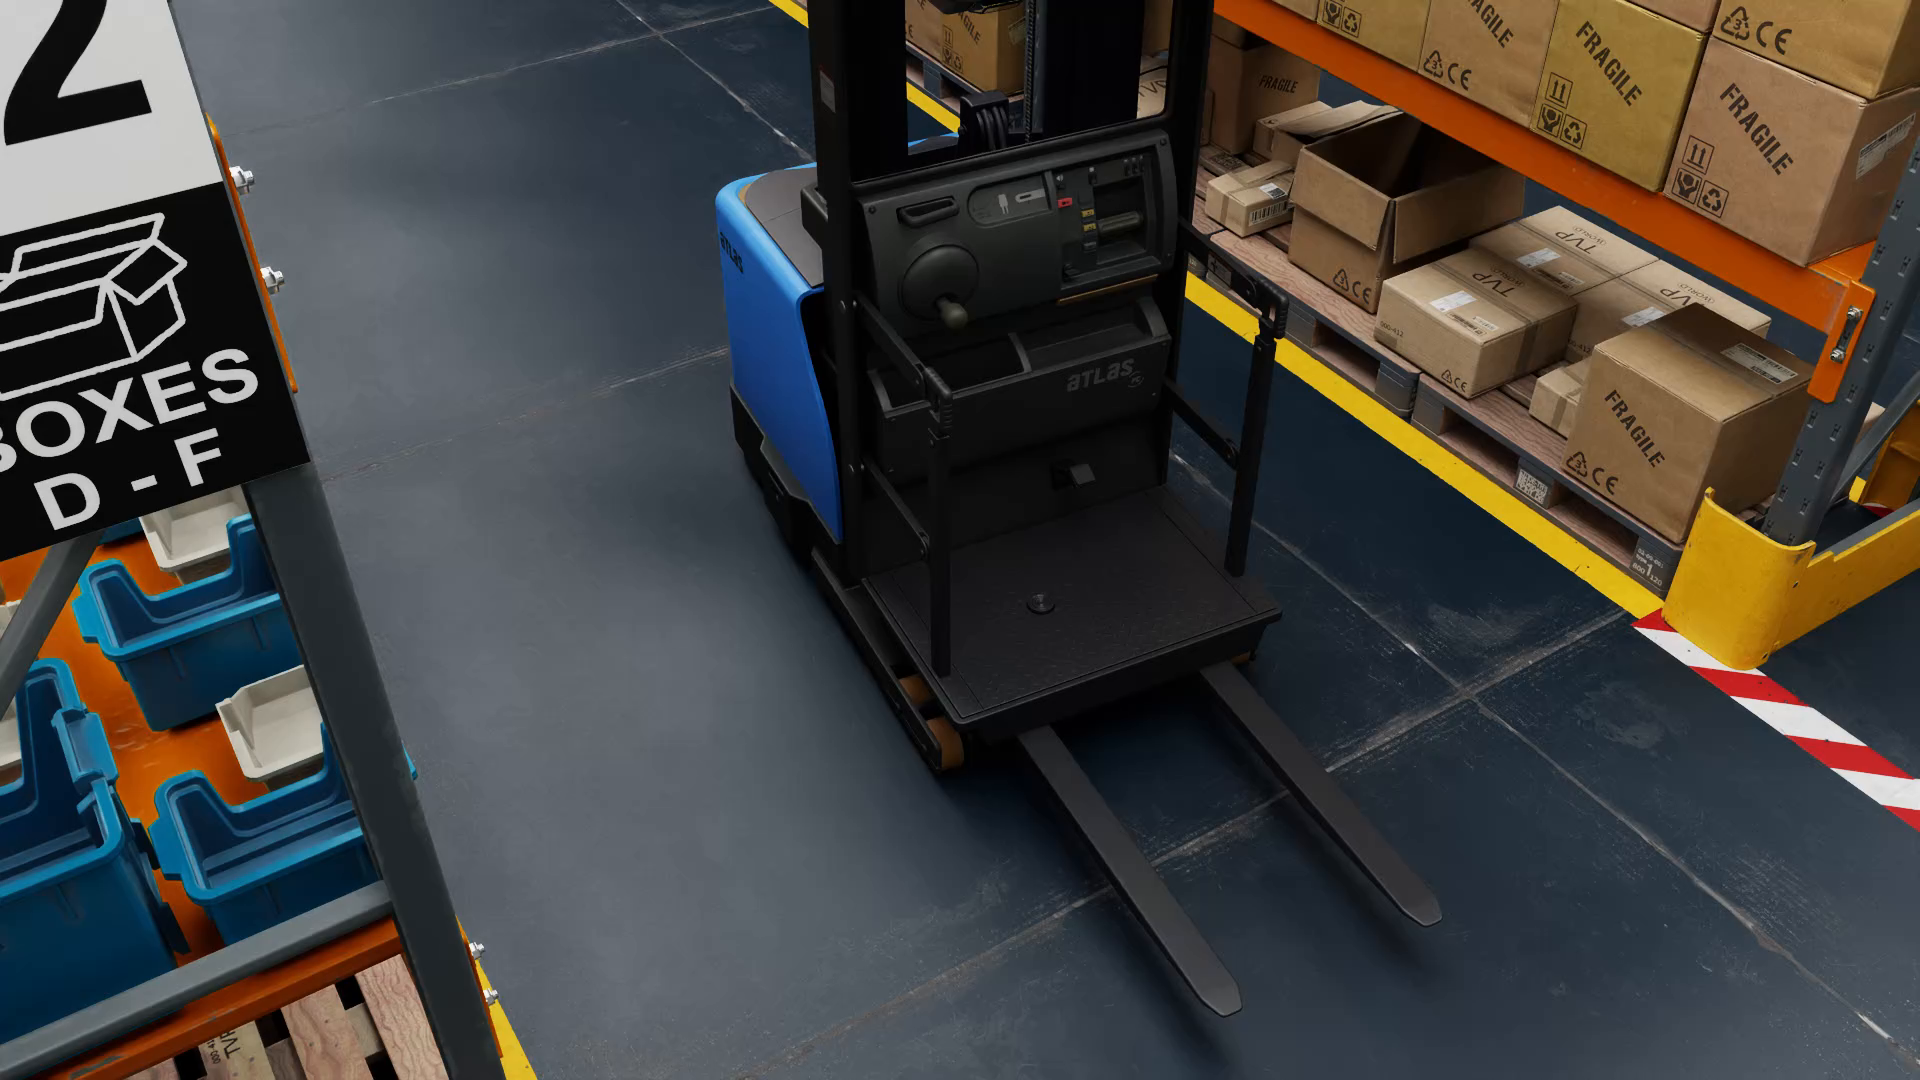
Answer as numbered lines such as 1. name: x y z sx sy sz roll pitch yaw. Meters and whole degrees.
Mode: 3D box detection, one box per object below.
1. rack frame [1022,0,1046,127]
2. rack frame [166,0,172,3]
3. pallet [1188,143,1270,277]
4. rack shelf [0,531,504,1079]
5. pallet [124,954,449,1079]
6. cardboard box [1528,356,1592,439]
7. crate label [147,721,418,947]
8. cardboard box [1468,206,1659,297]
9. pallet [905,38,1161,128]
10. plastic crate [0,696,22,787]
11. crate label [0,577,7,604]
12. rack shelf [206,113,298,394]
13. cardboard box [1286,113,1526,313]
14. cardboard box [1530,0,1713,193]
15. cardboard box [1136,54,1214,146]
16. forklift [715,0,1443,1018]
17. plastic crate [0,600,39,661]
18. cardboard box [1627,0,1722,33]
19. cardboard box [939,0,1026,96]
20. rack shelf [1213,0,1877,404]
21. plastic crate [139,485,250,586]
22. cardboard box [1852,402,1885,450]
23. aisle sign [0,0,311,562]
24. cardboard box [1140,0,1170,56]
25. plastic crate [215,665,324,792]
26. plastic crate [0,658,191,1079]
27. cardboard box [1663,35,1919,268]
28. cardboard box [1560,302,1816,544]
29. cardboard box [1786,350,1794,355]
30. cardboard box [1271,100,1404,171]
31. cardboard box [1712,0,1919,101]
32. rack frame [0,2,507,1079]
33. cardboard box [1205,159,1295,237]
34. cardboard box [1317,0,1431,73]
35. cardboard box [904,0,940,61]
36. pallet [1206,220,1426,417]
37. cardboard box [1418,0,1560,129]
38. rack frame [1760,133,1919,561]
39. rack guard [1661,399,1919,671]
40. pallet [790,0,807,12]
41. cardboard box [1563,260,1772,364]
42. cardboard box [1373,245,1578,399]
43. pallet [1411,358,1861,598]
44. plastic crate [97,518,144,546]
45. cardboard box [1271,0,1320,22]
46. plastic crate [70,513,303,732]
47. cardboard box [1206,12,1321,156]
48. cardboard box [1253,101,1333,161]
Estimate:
1. rack frame: 0.748 -3.135 7.169 1.000 3.000 0.127 -22 45 -24
2. rack frame: -1.280 -1.577 0.614 1.000 3.000 0.127 -22 45 -24
3. pallet: 1.116 -1.692 7.616 1.003 0.211 1.213 -22 45 -24
4. rack shelf: -2.355 -0.076 4.060 1.077 0.370 4.000 -22 45 -24
5. pallet: -1.691 1.340 3.977 1.003 0.211 1.213 -22 45 -24
6. cardboard box: 2.256 -0.515 5.894 0.380 0.166 0.250 -22 45 -24
7. crate label: -1.135 0.522 2.864 0.416 0.233 0.303 -22 45 -24
8. cardboard box: 2.308 -1.019 6.434 0.500 0.250 0.500 -22 45 -24
9. pallet: 0.278 -2.489 8.573 1.003 0.211 1.213 -22 45 -24
10. plastic crate: -1.871 0.428 3.053 0.396 0.136 0.243 -22 45 -24
11. crate label: -2.185 0.124 3.417 0.396 0.136 0.243 -22 45 -24
12. rack shelf: -2.355 -1.228 3.100 1.077 0.370 4.000 -22 45 -24
13. cardboard box: 1.762 -1.332 6.612 0.797 0.503 0.637 -22 45 -24
14. cardboard box: 2.146 -1.441 5.058 0.500 0.500 0.500 -22 45 -24
15. cardboard box: 0.791 -1.970 7.527 0.500 0.311 0.500 -22 45 -24
16. forklift: 0.273 -0.766 4.380 1.130 2.935 3.031 -17 43 -20
17. plastic crate: -2.015 0.266 3.246 0.396 0.136 0.243 -22 45 -24
18. cardboard box: 2.155 -1.816 4.727 0.500 0.500 0.500 -21 44 -23
19. cardboard box: 0.241 -2.511 8.029 0.500 0.500 0.500 -22 45 -25
20. rack shelf: 1.823 -1.779 6.104 1.077 0.370 4.000 -22 45 -24
21. plastic crate: -1.603 -0.009 3.577 0.250 0.136 0.298 -22 45 -24
22. cardboard box: 2.963 -0.394 5.763 0.380 0.149 0.250 -22 45 -24
23. aisle sign: -0.991 -0.335 1.778 0.394 0.787 0.004 -22 45 -24
24. cardboard box: 0.693 -2.688 8.242 0.500 0.500 0.500 -24 46 -26
25. plastic crate: -1.238 0.357 3.137 0.250 0.136 0.298 -22 45 -24
26. plastic crate: -1.617 0.574 2.643 0.616 0.435 0.499 -22 45 -24
27. cardboard box: 2.428 -1.162 4.723 0.500 0.500 0.500 -21 44 -23
28. cardboard box: 2.398 -0.393 5.488 0.500 0.500 0.500 -22 45 -24
29. cardboard box: 2.829 -0.536 5.919 0.380 0.166 0.250 -22 45 -24
30. cardboard box: 1.696 -1.656 7.151 0.500 0.311 0.500 -22 45 -24
31. cardboard box: 2.427 -1.544 4.400 0.500 0.500 0.500 -23 45 -25
32. rack frame: -1.280 0.727 2.534 1.000 3.000 0.127 -22 45 -24
33. cardboard box: 1.264 -1.451 7.018 0.380 0.166 0.250 -22 45 -24
34. cardboard box: 1.612 -1.984 5.710 0.500 0.500 0.500 -23 45 -25
35. cardboard box: -0.018 -2.781 8.353 0.500 0.500 0.500 -22 45 -24
36. pallet: 1.776 -1.033 6.825 1.003 0.211 1.213 -22 45 -24
37. cardboard box: 1.883 -1.712 5.384 0.500 0.500 0.500 -22 45 -24
38. rack frame: 2.898 -0.976 4.578 1.000 3.000 0.127 -22 45 -24
39. rack guard: 2.858 -0.056 5.427 1.175 0.500 0.348 -22 45 -24
40. pallet: -0.382 -3.149 9.364 1.003 0.211 1.213 -22 45 -24
41. cardboard box: 2.576 -0.749 6.110 0.500 0.250 0.500 -22 45 -24
42. cardboard box: 1.913 -0.820 6.195 0.500 0.250 0.500 -22 45 -24
43. pallet: 2.428 -0.375 6.036 1.003 0.211 1.213 -22 45 -24
44. plastic crate: -1.843 -0.189 3.717 0.416 0.233 0.300 -22 45 -24
45. cardboard box: 1.337 -2.258 6.039 0.500 0.500 0.500 -22 45 -25
46. plastic crate: -1.489 0.167 3.291 0.416 0.233 0.300 -22 45 -24
47. cardboard box: 1.293 -2.134 7.576 0.500 0.500 0.500 -22 45 -24
48. cardboard box: 1.545 -1.817 7.471 0.380 0.149 0.250 -22 45 -24
